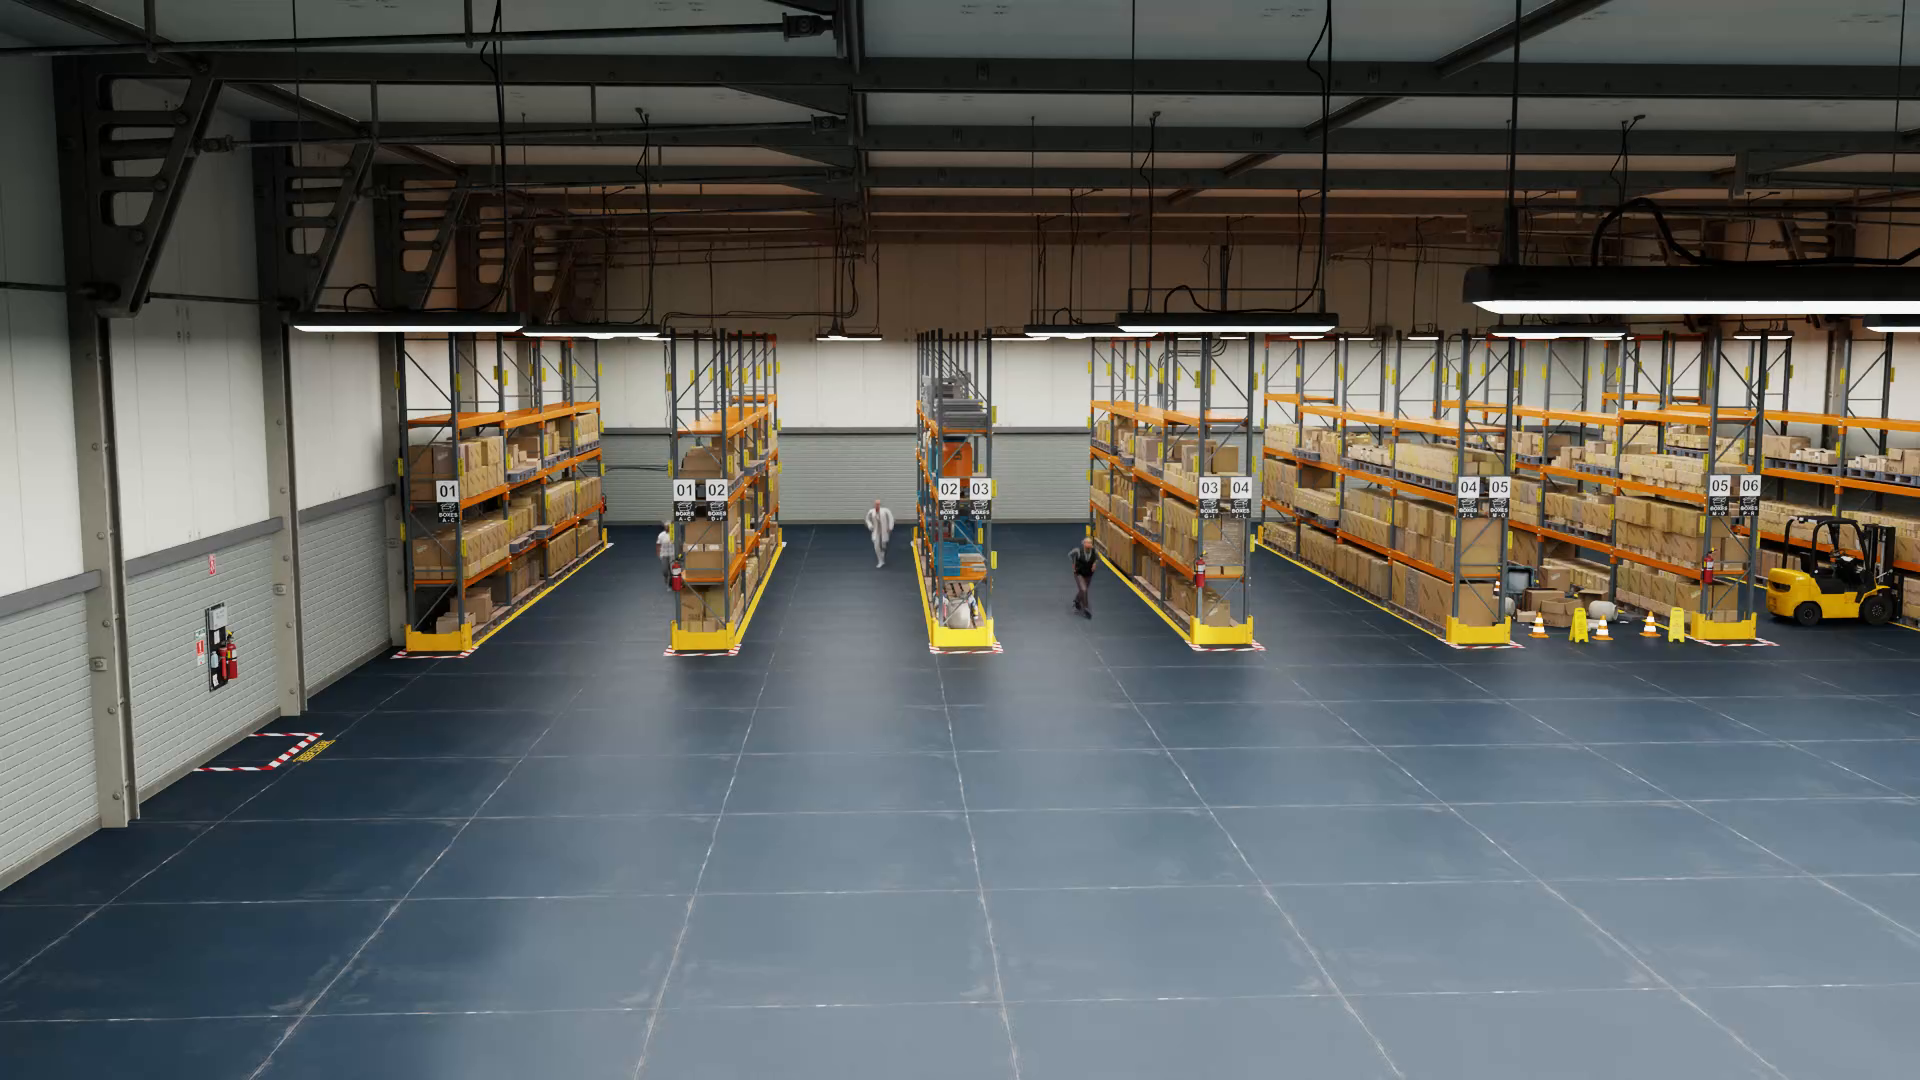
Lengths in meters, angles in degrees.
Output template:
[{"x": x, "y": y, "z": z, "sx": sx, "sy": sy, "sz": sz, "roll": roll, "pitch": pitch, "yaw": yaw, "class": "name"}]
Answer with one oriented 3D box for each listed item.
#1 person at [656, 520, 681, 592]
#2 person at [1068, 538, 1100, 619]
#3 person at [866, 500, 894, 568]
[{"x": -6.772, "y": 0.357, "z": 38.679, "sx": 0.585, "sy": 1.667, "sz": 0.604, "roll": -1, "pitch": 7, "yaw": -8, "class": "person"}, {"x": 2.586, "y": 0.779, "z": 35.137, "sx": 0.679, "sy": 1.732, "sz": 0.960, "roll": -2, "pitch": 7, "yaw": -15, "class": "person"}, {"x": -2.076, "y": -0.183, "z": 43.059, "sx": 0.733, "sy": 1.753, "sz": 0.823, "roll": 0, "pitch": 7, "yaw": 3, "class": "person"}]
